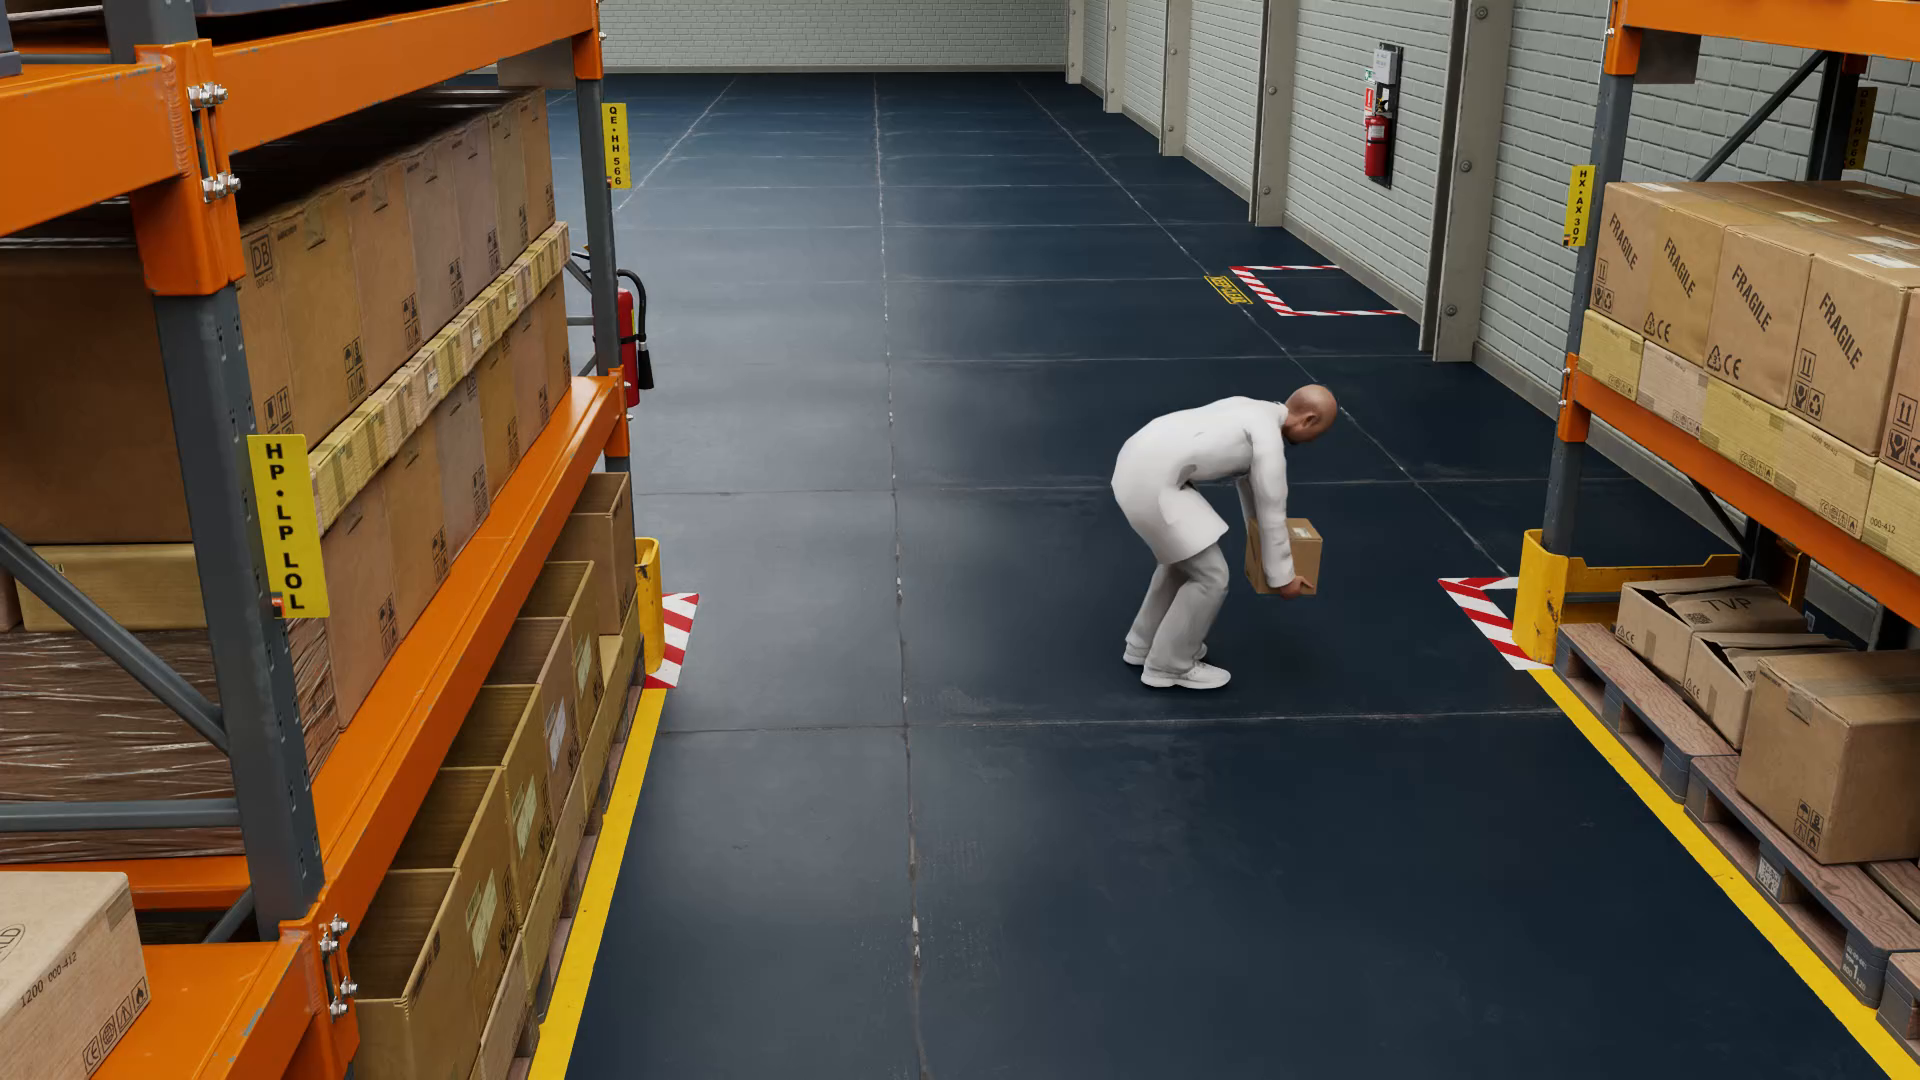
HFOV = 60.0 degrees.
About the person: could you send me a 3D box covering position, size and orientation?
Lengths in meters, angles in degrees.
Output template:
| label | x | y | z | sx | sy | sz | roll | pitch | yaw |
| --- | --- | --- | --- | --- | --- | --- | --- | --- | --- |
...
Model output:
| label | x | y | z | sx | sy | sz | roll | pitch | yaw |
| --- | --- | --- | --- | --- | --- | --- | --- | --- | --- |
| person | 1.084 | -0.011 | 6.928 | 0.917 | 1.228 | 0.569 | -2 | 20 | -5 |
